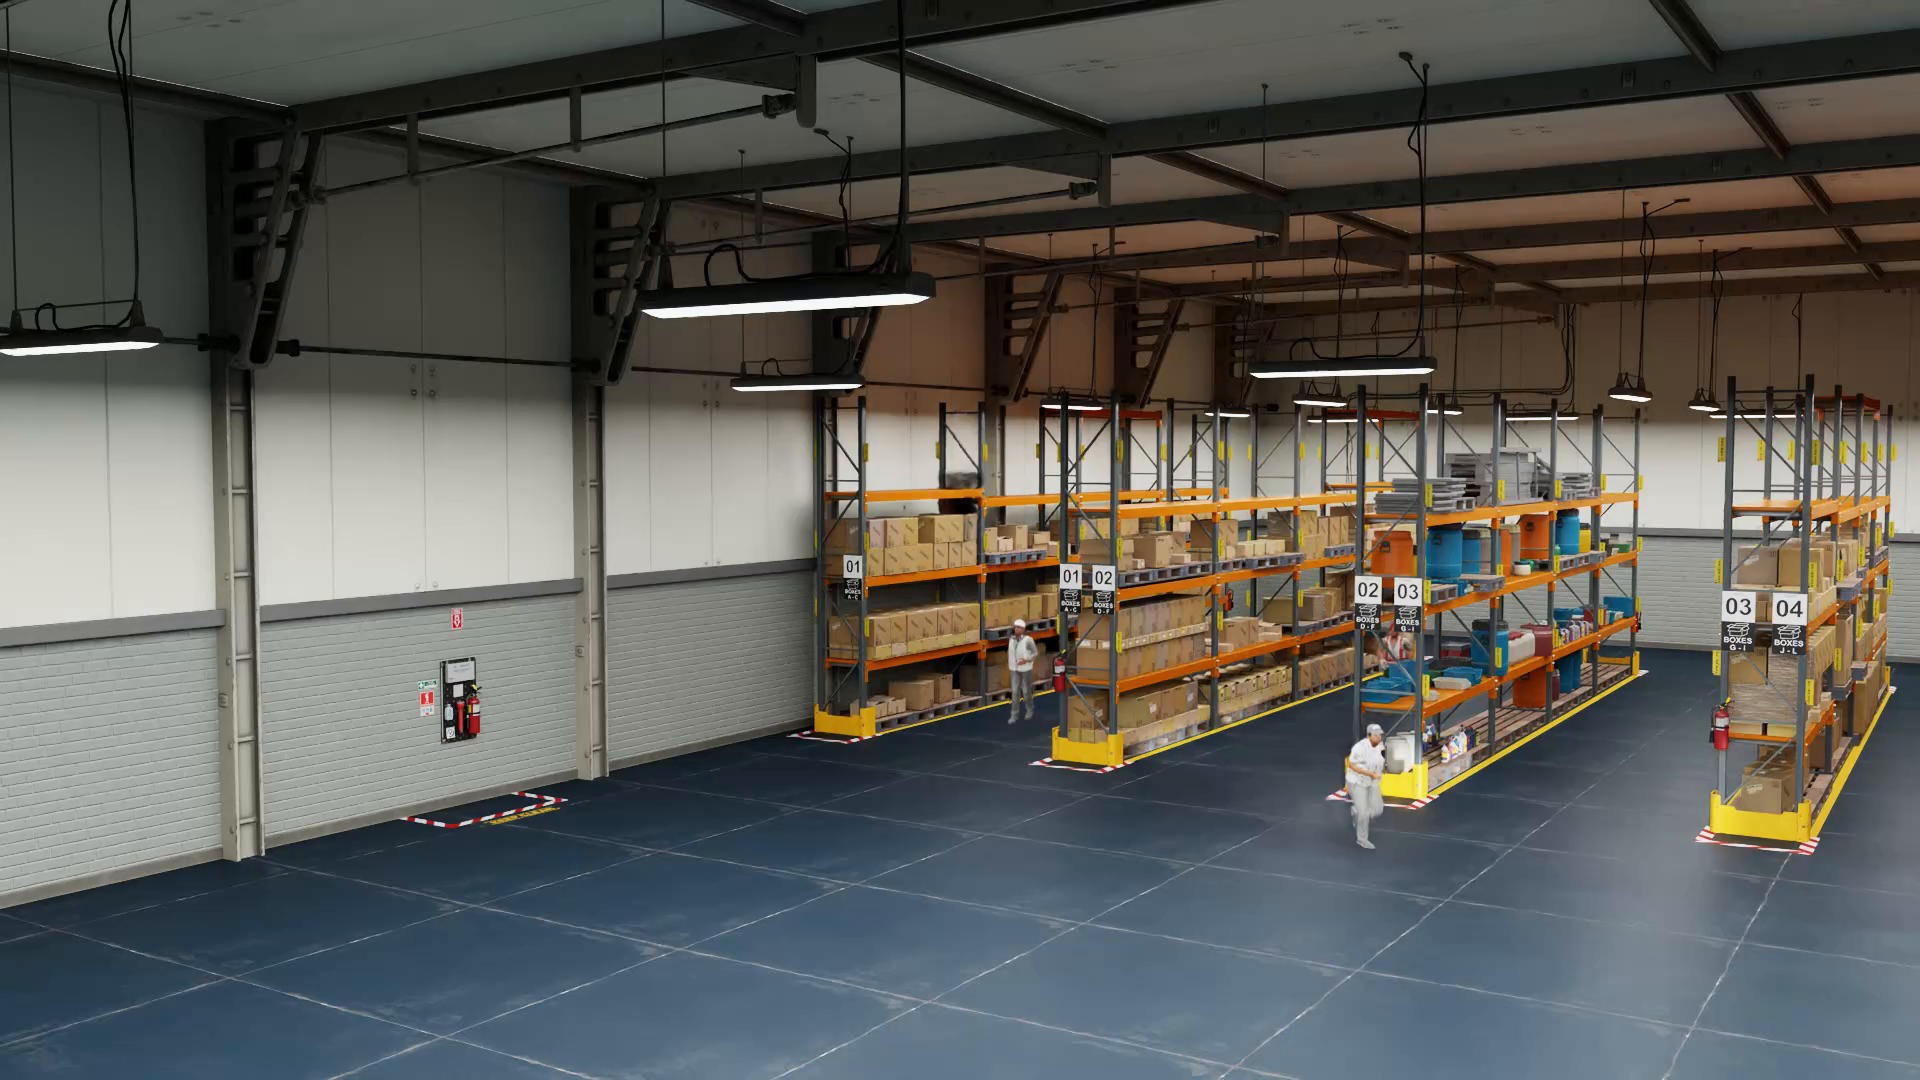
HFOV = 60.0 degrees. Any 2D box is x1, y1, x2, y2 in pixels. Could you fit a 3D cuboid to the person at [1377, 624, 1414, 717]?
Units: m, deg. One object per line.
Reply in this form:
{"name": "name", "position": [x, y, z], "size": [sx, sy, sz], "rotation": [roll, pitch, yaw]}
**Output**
{"name": "person", "position": [8.320, 2.461, 31.830], "size": [0.683, 1.767, 0.876], "rotation": [2, 3, 28]}

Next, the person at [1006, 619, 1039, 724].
{"name": "person", "position": [1.088, 2.295, 29.240], "size": [0.652, 1.808, 0.777], "rotation": [2, 3, 27]}

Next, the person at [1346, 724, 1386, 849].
{"name": "person", "position": [5.158, 3.106, 21.112], "size": [0.586, 1.603, 0.690], "rotation": [-1, 3, -21]}
